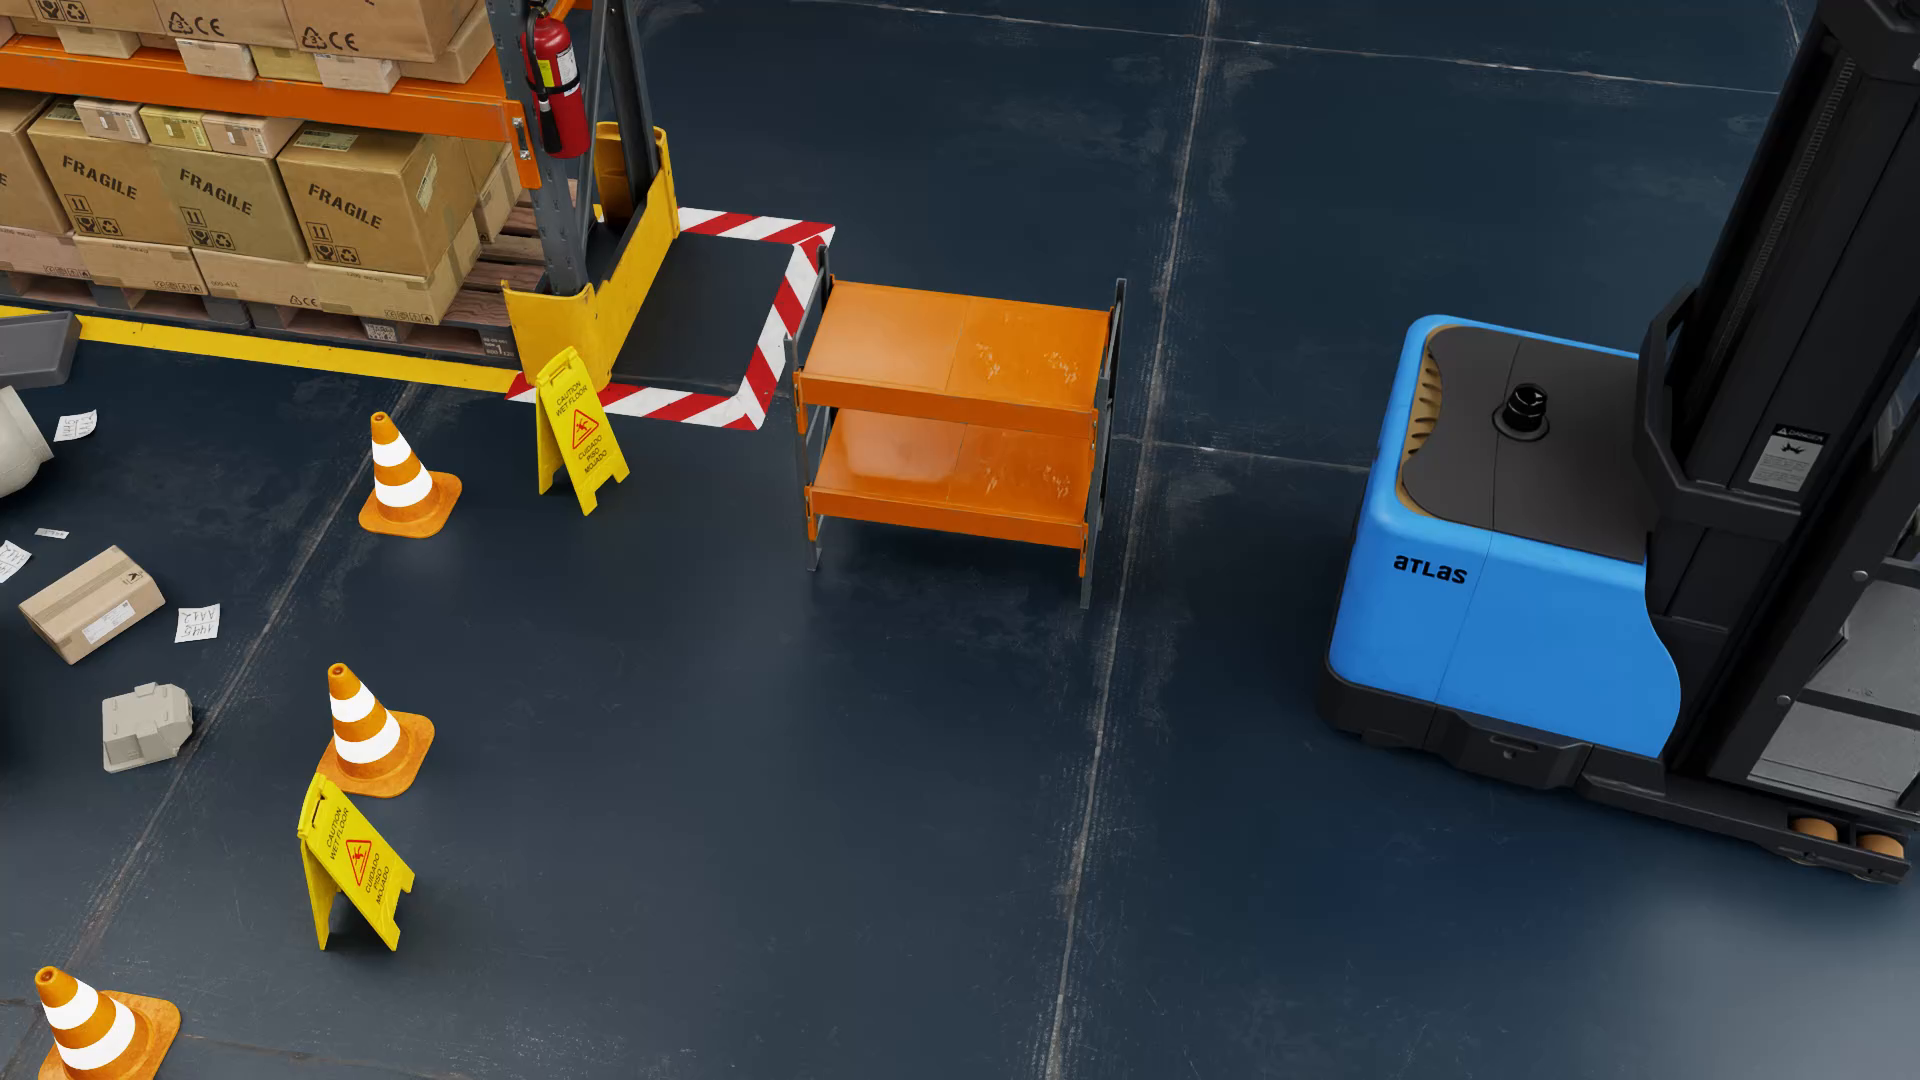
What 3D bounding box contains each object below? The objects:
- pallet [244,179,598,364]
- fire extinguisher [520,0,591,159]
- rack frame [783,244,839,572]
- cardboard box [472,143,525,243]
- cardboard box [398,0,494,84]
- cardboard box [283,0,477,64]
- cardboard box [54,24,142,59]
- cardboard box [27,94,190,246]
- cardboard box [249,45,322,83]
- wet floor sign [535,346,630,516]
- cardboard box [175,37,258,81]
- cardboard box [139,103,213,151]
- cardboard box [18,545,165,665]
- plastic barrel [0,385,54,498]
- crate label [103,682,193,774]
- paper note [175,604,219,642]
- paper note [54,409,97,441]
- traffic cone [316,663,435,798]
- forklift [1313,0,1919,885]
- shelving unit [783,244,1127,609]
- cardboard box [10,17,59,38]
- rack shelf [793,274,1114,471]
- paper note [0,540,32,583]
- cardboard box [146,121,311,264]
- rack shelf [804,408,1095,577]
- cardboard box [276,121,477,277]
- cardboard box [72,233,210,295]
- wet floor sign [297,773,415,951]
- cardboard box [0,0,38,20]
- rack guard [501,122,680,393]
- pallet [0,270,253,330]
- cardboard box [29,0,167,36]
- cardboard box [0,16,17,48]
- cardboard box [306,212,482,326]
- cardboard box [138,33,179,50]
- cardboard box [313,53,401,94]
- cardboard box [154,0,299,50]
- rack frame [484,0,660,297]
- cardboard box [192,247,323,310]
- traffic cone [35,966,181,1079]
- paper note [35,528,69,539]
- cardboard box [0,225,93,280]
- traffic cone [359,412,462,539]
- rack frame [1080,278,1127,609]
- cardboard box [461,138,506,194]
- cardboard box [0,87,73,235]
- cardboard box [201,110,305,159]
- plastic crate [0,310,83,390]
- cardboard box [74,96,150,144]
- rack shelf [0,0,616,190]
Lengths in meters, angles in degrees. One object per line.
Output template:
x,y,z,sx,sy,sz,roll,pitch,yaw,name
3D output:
-2.319,-1.240,7.223,1.213,0.211,1.003,8,49,7,pallet
-1.420,-1.651,5.769,0.183,0.674,0.296,8,49,7,fire extinguisher
-0.507,-0.444,5.893,0.032,1.125,0.500,8,49,7,rack frame
-2.195,-1.559,7.201,0.500,0.250,0.500,7,48,7,cardboard box
-1.857,-1.838,6.054,0.250,0.149,0.380,9,49,8,cardboard box
-2.034,-2.032,5.792,0.500,0.500,0.500,7,48,6,cardboard box
-3.128,-1.956,6.160,0.250,0.149,0.380,7,48,6,cardboard box
-3.295,-1.555,6.692,0.500,0.500,0.500,7,48,6,cardboard box
-2.374,-1.840,6.055,0.250,0.149,0.380,7,48,6,cardboard box
-1.454,-0.434,6.206,0.232,0.644,0.267,23,52,20,wet floor sign
-2.633,-1.852,6.066,0.250,0.149,0.380,8,49,8,cardboard box
-2.906,-1.668,6.358,0.250,0.149,0.380,8,49,7,cardboard box
-3.099,0.229,5.944,0.250,0.149,0.380,32,56,26,cardboard box
-3.753,-0.333,6.265,0.512,0.421,0.421,-32,55,-25,plastic barrel
-2.751,0.614,5.606,0.298,0.136,0.250,-15,50,-13,crate label
-2.735,0.295,5.964,0.142,0.019,0.148,-7,48,-7,paper note
-3.533,-0.459,6.642,0.148,0.019,0.142,-7,48,-7,paper note
-1.966,0.564,5.432,0.334,0.463,0.336,8,49,7,traffic cone
2.776,-0.342,4.587,3.031,2.935,1.130,14,50,12,forklift
-0.007,-0.377,5.832,1.048,1.125,0.538,8,49,7,shelving unit
-3.358,-2.054,6.248,0.250,0.149,0.380,8,49,7,cardboard box
-0.007,-0.572,5.615,1.000,0.278,0.538,8,49,7,rack shelf
-3.544,0.077,6.168,0.142,0.019,0.148,23,52,20,paper note
-2.800,-1.483,6.628,0.500,0.500,0.500,9,49,8,cardboard box
-0.007,-0.213,6.014,1.000,0.278,0.538,8,49,7,rack shelf
-2.286,-1.416,6.568,0.500,0.500,0.500,8,49,7,cardboard box
-3.318,-1.300,6.968,0.500,0.250,0.500,6,48,5,cardboard box
-1.851,0.949,4.963,0.232,0.644,0.267,0,48,0,wet floor sign
-3.513,-2.251,5.989,0.500,0.500,0.500,8,49,7,cardboard box
-1.526,-1.204,6.995,0.348,0.500,1.175,8,49,7,rack guard
-3.516,-1.403,7.369,1.213,0.211,1.003,8,49,7,pallet
-3.018,-2.170,5.916,0.500,0.500,0.500,7,48,7,cardboard box
-3.624,-2.009,6.207,0.250,0.149,0.380,7,48,7,cardboard box
-2.318,-1.164,6.845,0.500,0.250,0.500,7,48,7,cardboard box
-2.860,-1.989,6.189,0.250,0.149,0.380,8,49,7,cardboard box
-2.126,-1.790,6.011,0.250,0.149,0.380,7,48,6,cardboard box
-2.526,-2.102,5.855,0.500,0.500,0.500,8,49,7,cardboard box
-1.451,-2.029,6.057,0.127,3.000,1.000,8,49,7,rack frame
-2.802,-1.235,6.909,0.500,0.250,0.500,8,49,7,cardboard box
-2.502,1.346,4.730,0.334,0.463,0.336,8,49,7,traffic cone
-3.422,-0.025,6.266,0.123,0.001,0.032,8,49,7,paper note
-3.805,-1.373,7.034,0.500,0.250,0.500,7,48,6,cardboard box
-2.103,-0.294,6.203,0.334,0.463,0.336,8,49,7,traffic cone
0.494,-0.310,5.772,0.032,1.125,0.500,8,49,7,rack frame
-2.219,-1.813,6.924,0.500,0.500,0.500,6,48,6,cardboard box
-3.816,-1.622,6.753,0.500,0.500,0.500,10,49,9,cardboard box
-2.659,-1.632,6.326,0.250,0.149,0.380,9,49,8,cardboard box
-3.988,-0.774,6.892,0.583,0.080,0.402,-7,48,-7,plastic crate
-3.165,-1.704,6.391,0.250,0.149,0.380,10,49,8,cardboard box
-3.419,-2.053,6.562,4.000,0.370,1.077,8,49,7,rack shelf
